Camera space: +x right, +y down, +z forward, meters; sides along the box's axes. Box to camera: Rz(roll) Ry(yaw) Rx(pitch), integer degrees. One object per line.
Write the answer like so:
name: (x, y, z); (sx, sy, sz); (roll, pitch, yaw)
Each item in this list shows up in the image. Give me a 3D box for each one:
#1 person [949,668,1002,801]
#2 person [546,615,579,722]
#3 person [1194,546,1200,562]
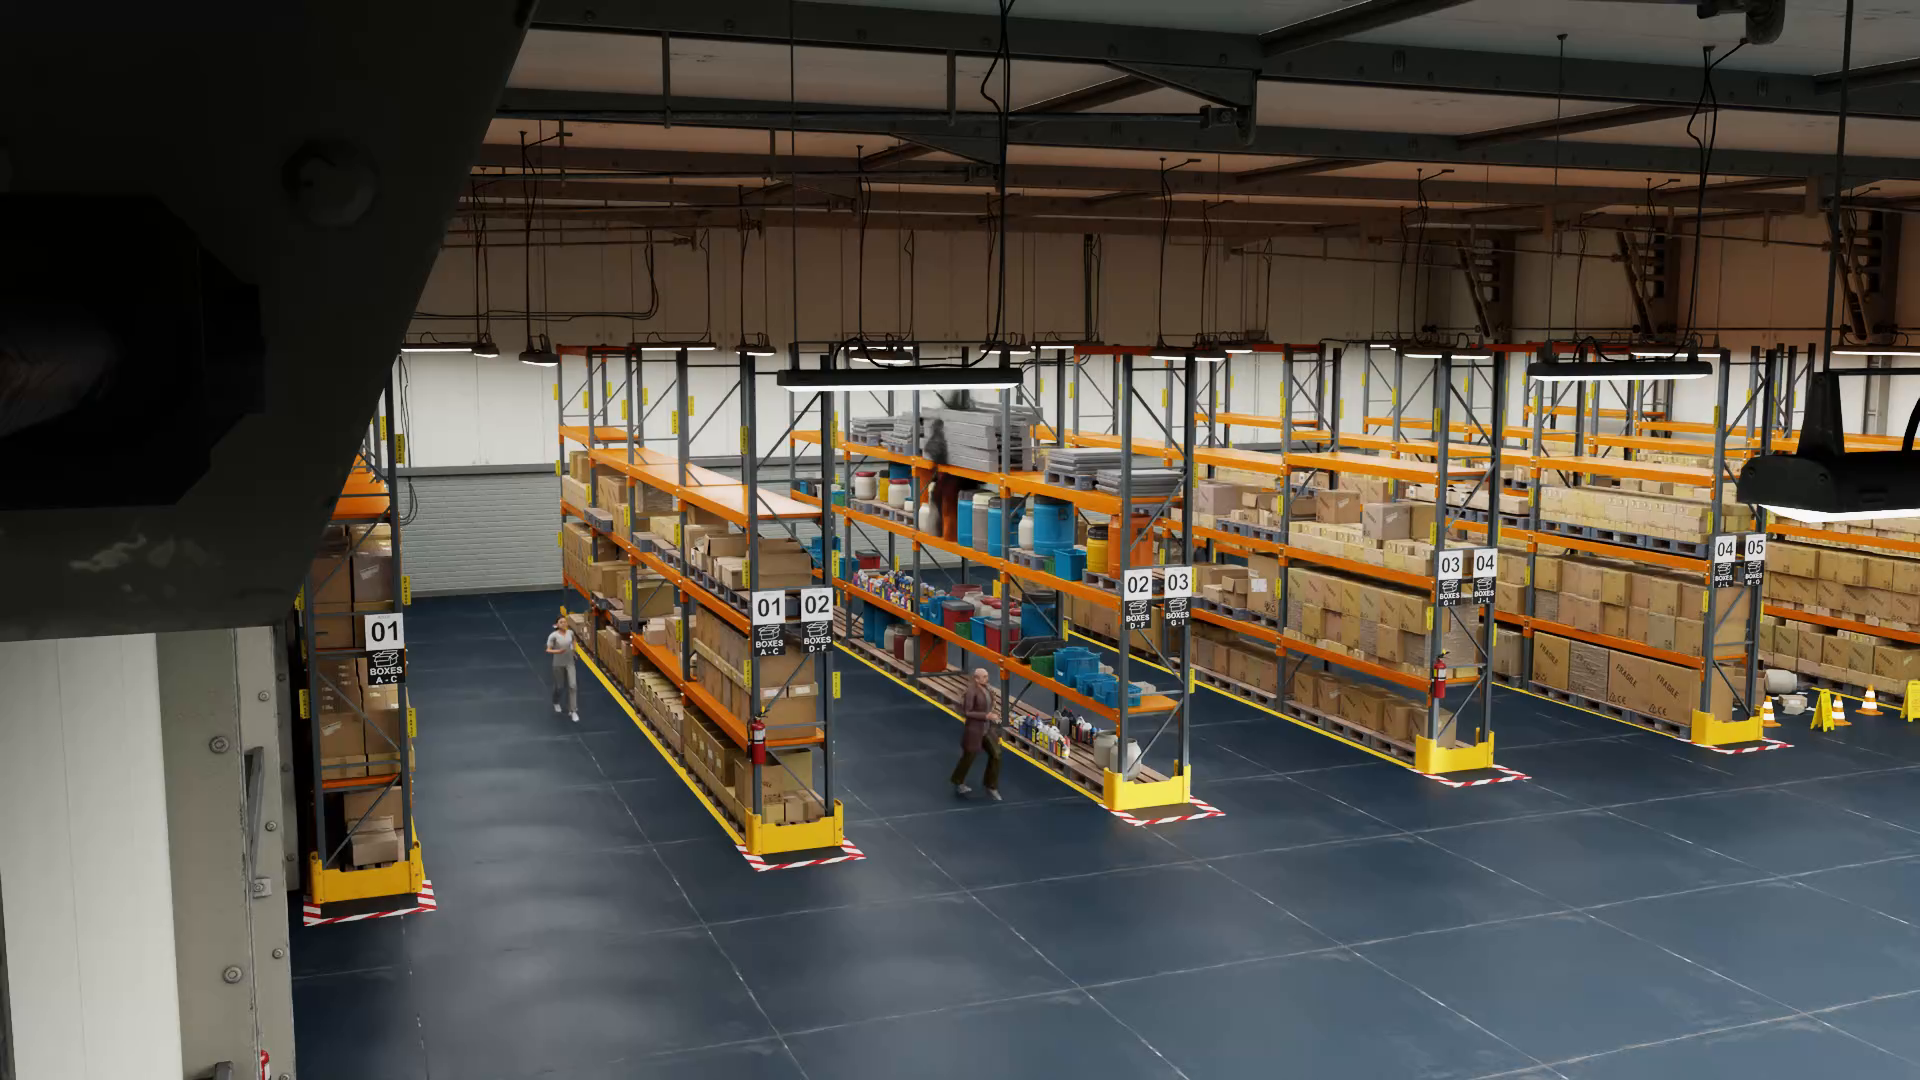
person: (0.231, 2.618, 22.416); (0.907, 1.835, 0.640); (7, 10, 42)
person: (-6.452, 2.063, 27.034); (0.559, 1.668, 0.904); (-4, 8, -31)
person: (5.820, 0.224, 41.569); (0.714, 1.745, 0.731); (0, 7, -2)
